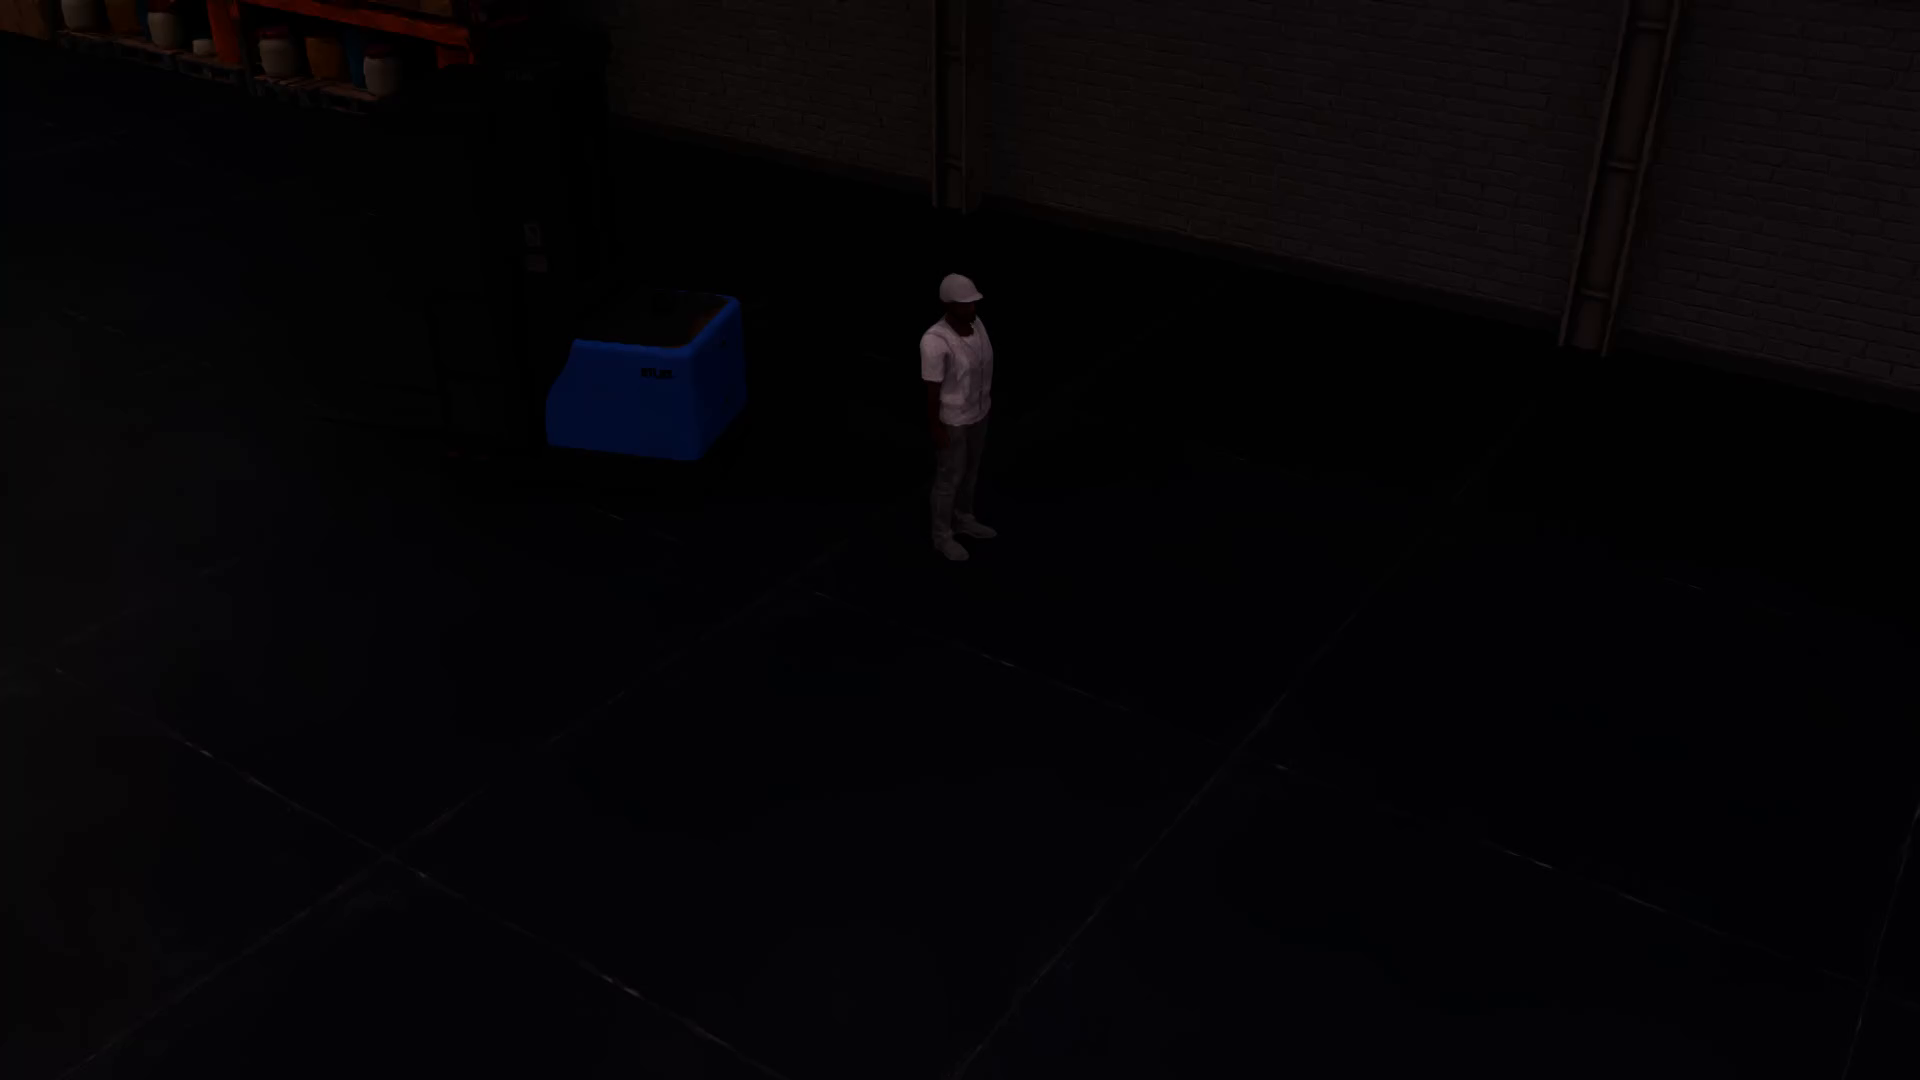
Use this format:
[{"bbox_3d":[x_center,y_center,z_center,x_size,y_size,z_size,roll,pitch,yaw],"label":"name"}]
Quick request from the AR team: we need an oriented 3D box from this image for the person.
[{"bbox_3d":[0.011,-0.761,10.051,0.367,1.771,0.559,19,35,29],"label":"person"}]

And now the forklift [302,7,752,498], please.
[{"bbox_3d":[-3.032,-1.929,10.903,3.031,2.935,1.130,7,31,12],"label":"forklift"}]
